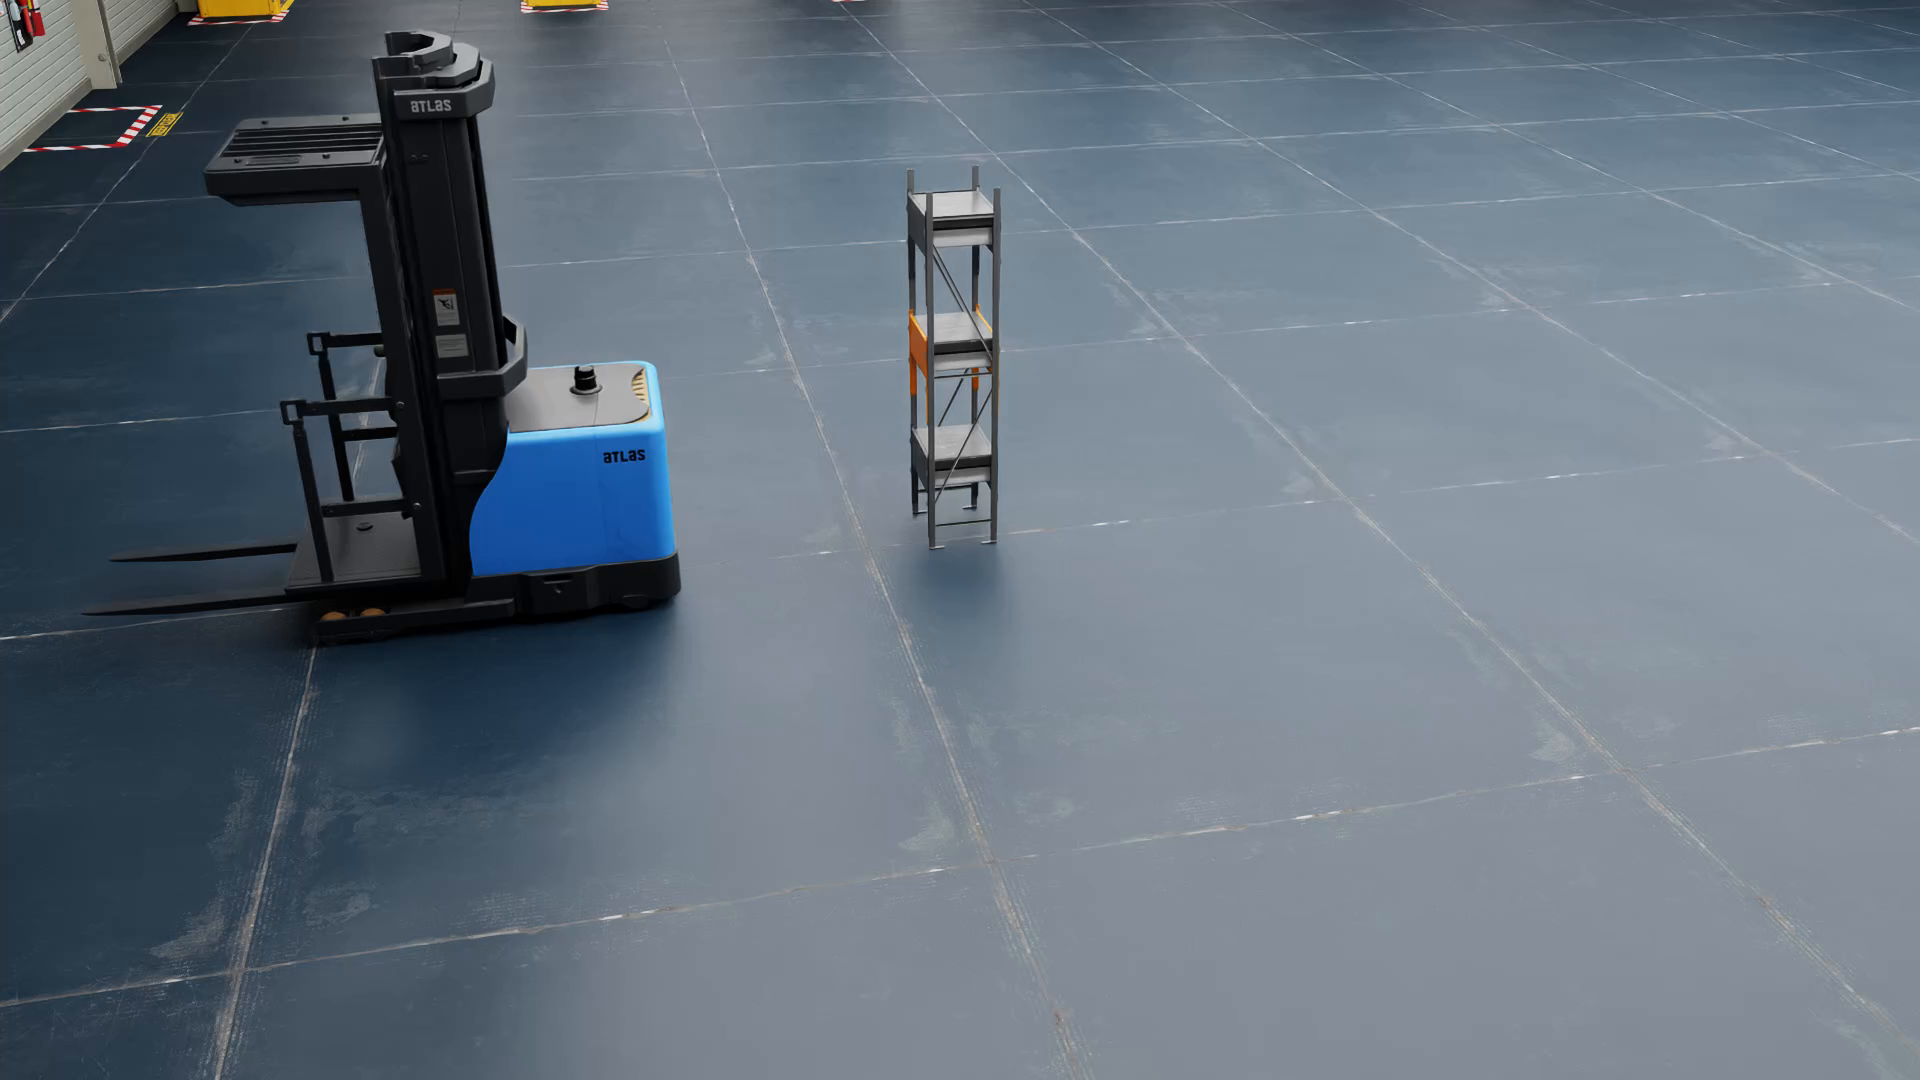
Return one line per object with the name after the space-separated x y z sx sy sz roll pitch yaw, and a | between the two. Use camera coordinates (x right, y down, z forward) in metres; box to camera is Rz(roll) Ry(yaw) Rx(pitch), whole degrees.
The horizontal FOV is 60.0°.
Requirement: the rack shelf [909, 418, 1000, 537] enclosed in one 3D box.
-0.037 -0.373 9.742 0.431 0.518 0.480 -6 27 -12 | rack shelf

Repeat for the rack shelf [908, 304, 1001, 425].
-0.037 -0.998 9.427 0.431 0.518 0.480 -6 27 -12 | rack shelf

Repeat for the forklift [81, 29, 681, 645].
-3.091 -1.023 8.524 3.031 2.935 1.130 -6 27 -11 | forklift

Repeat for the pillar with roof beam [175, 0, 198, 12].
-8.073 -12.897 25.315 9.100 9.000 0.400 -6 27 -12 | pillar with roof beam

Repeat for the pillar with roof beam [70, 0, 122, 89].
-6.721 -10.263 20.096 9.100 9.000 0.400 -6 27 -12 | pillar with roof beam

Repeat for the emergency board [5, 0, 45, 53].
-10.396 -6.059 18.425 0.194 1.169 0.643 -6 27 -12 | emergency board

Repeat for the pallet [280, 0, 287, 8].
-11.433 -8.711 26.774 1.003 0.211 1.213 -6 27 -12 | pallet

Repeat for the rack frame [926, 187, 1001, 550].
0.018 -0.903 9.209 0.400 2.100 0.015 -6 27 -12 | rack frame

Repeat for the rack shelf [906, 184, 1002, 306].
-0.037 -1.623 9.112 0.431 0.518 0.480 -6 27 -12 | rack shelf

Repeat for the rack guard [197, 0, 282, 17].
-11.284 -8.479 25.995 1.175 0.500 0.348 -6 27 -12 | rack guard

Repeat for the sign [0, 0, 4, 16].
-10.372 -5.821 17.915 0.001 0.329 0.234 -6 27 -12 | sign

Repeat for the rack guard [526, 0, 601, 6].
-6.436 -8.940 26.908 1.175 0.500 0.348 -6 27 -12 | rack guard

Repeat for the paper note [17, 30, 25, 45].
-10.423 -5.581 18.455 0.016 0.148 0.142 -6 27 -12 | paper note

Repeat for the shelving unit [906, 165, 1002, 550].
-0.037 -1.010 9.421 0.431 2.100 0.503 -6 27 -12 | shelving unit

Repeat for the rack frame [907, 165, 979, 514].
-0.092 -1.117 9.633 0.400 2.100 0.015 -6 27 -12 | rack frame
